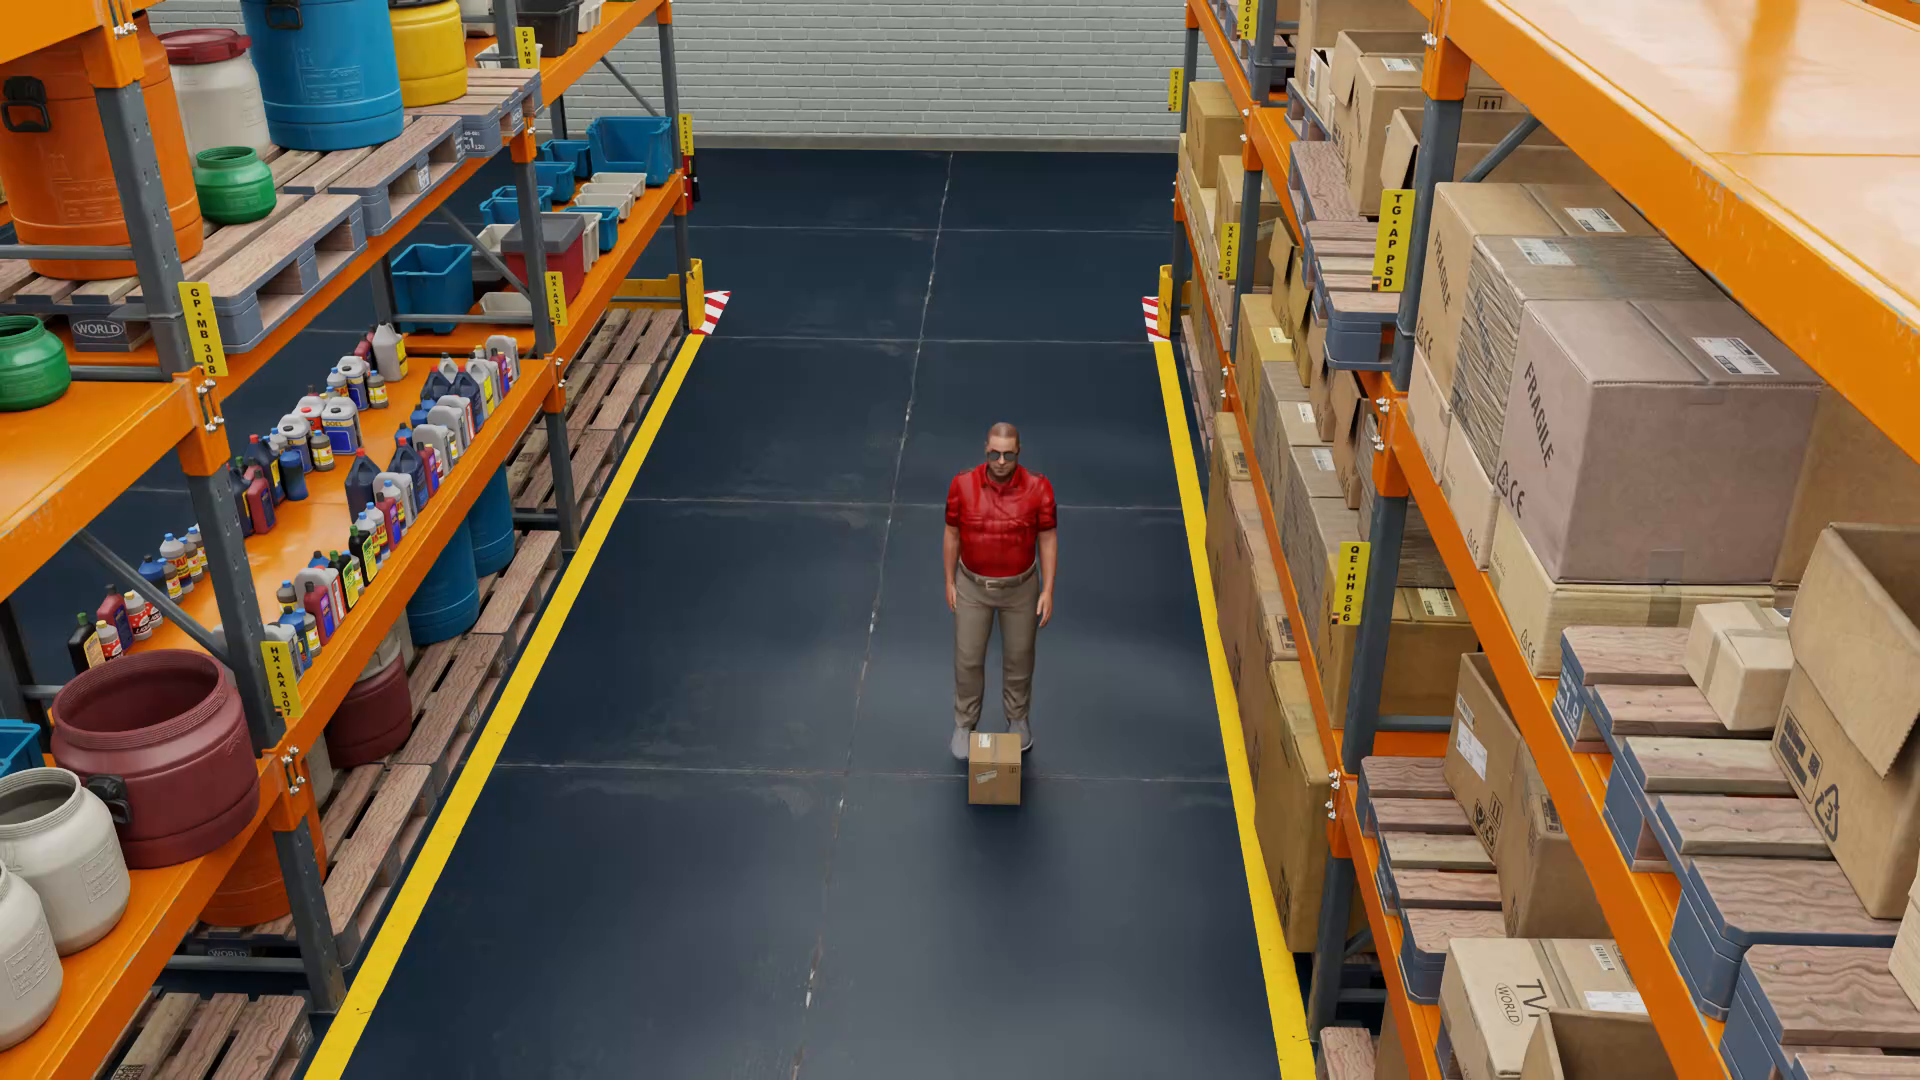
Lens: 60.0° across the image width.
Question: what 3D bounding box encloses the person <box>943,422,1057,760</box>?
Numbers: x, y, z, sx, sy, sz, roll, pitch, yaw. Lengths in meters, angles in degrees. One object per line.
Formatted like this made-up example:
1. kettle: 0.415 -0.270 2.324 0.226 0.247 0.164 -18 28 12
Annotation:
1. person: 0.192 0.267 8.159 0.557 1.754 0.420 2 28 3
